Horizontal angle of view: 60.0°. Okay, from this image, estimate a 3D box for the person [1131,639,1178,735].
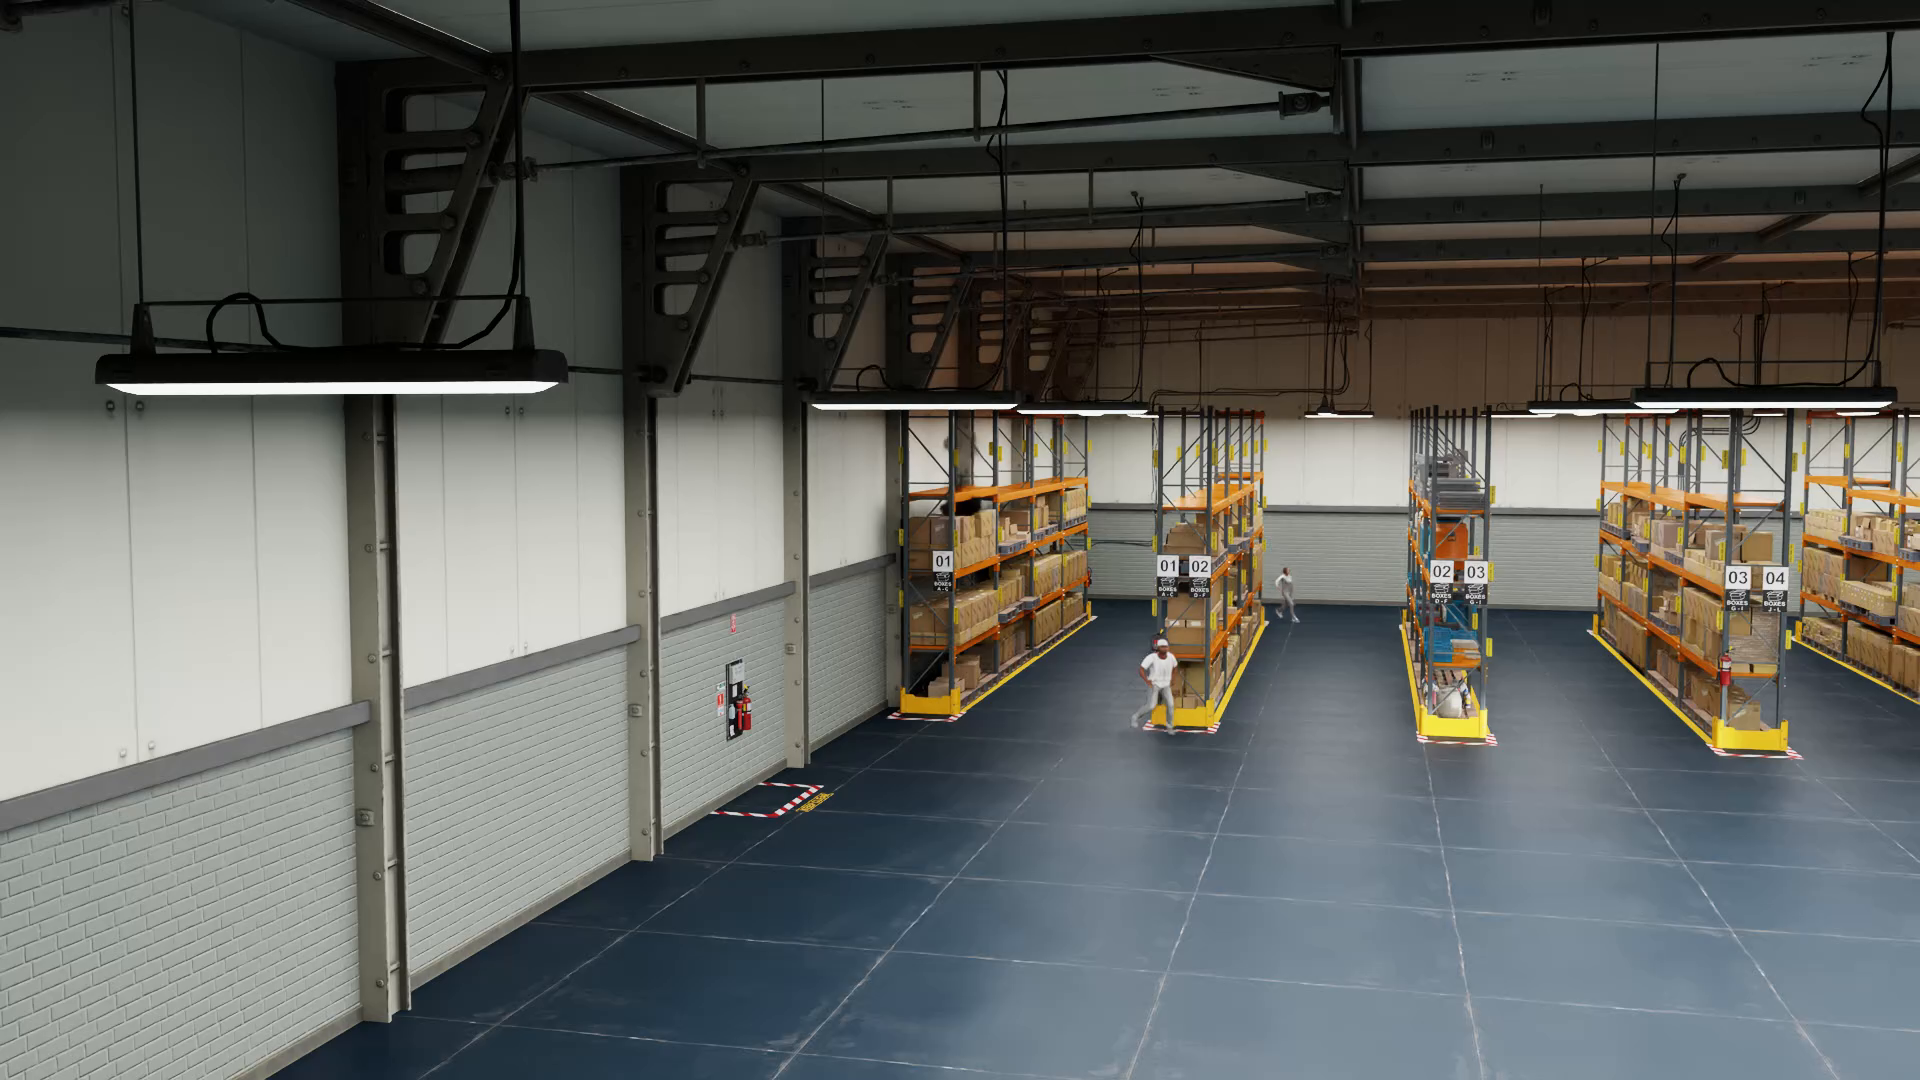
[{"bbox_3d":[3.631,2.690,30.533,0.904,1.762,0.709,-2,4,-24],"label":"person"}]

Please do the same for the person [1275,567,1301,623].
[{"bbox_3d":[9.250,1.541,47.258,0.537,1.582,0.863,-4,6,-43],"label":"person"}]
